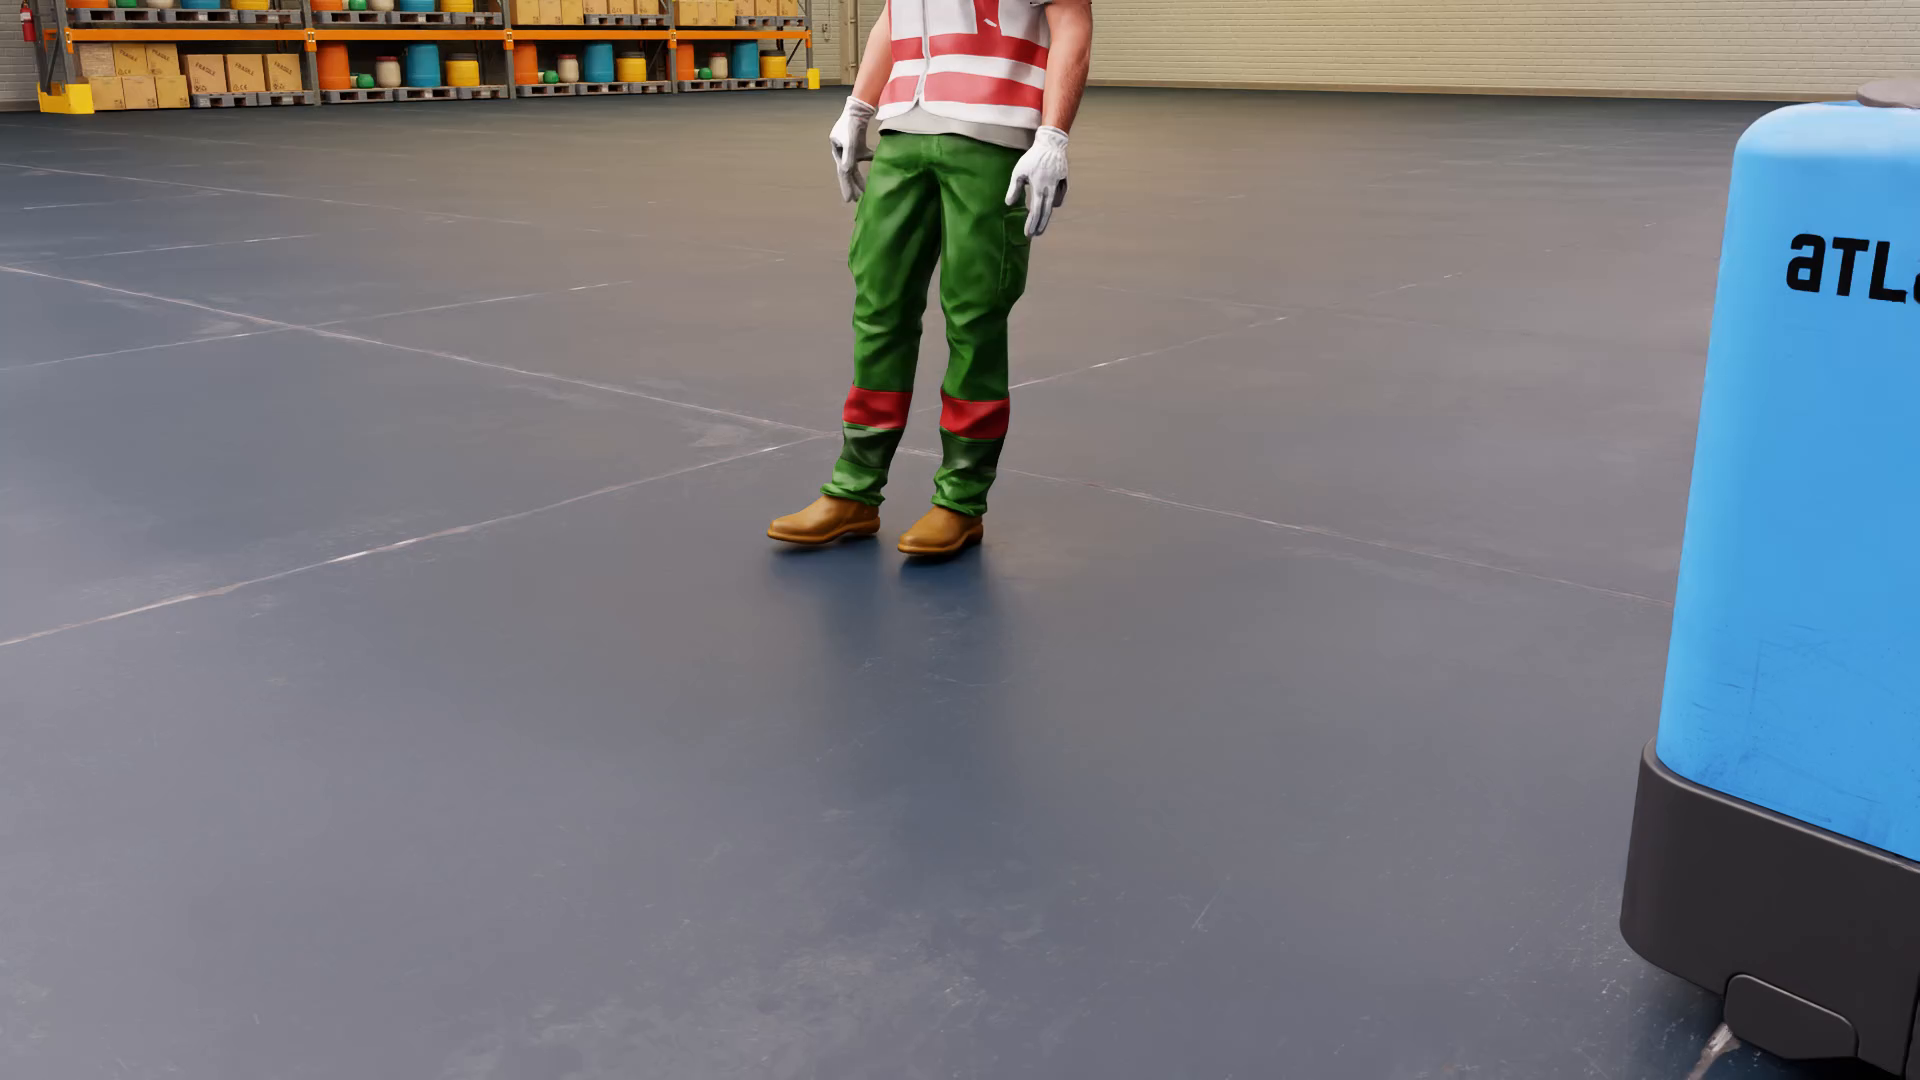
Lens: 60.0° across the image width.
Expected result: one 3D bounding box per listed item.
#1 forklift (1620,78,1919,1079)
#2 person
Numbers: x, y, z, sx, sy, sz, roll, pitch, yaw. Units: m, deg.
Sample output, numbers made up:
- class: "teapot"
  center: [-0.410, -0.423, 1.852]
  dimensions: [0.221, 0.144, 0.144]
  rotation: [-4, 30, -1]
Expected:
- class: "forklift"
  center: [2.126, -0.589, 0.836]
  dimensions: [1.130, 2.935, 3.031]
  rotation: [-13, 21, -36]
- class: "person"
  center: [-0.060, -0.847, 3.627]
  dimensions: [0.638, 1.789, 0.562]
  rotation: [13, 21, 37]
